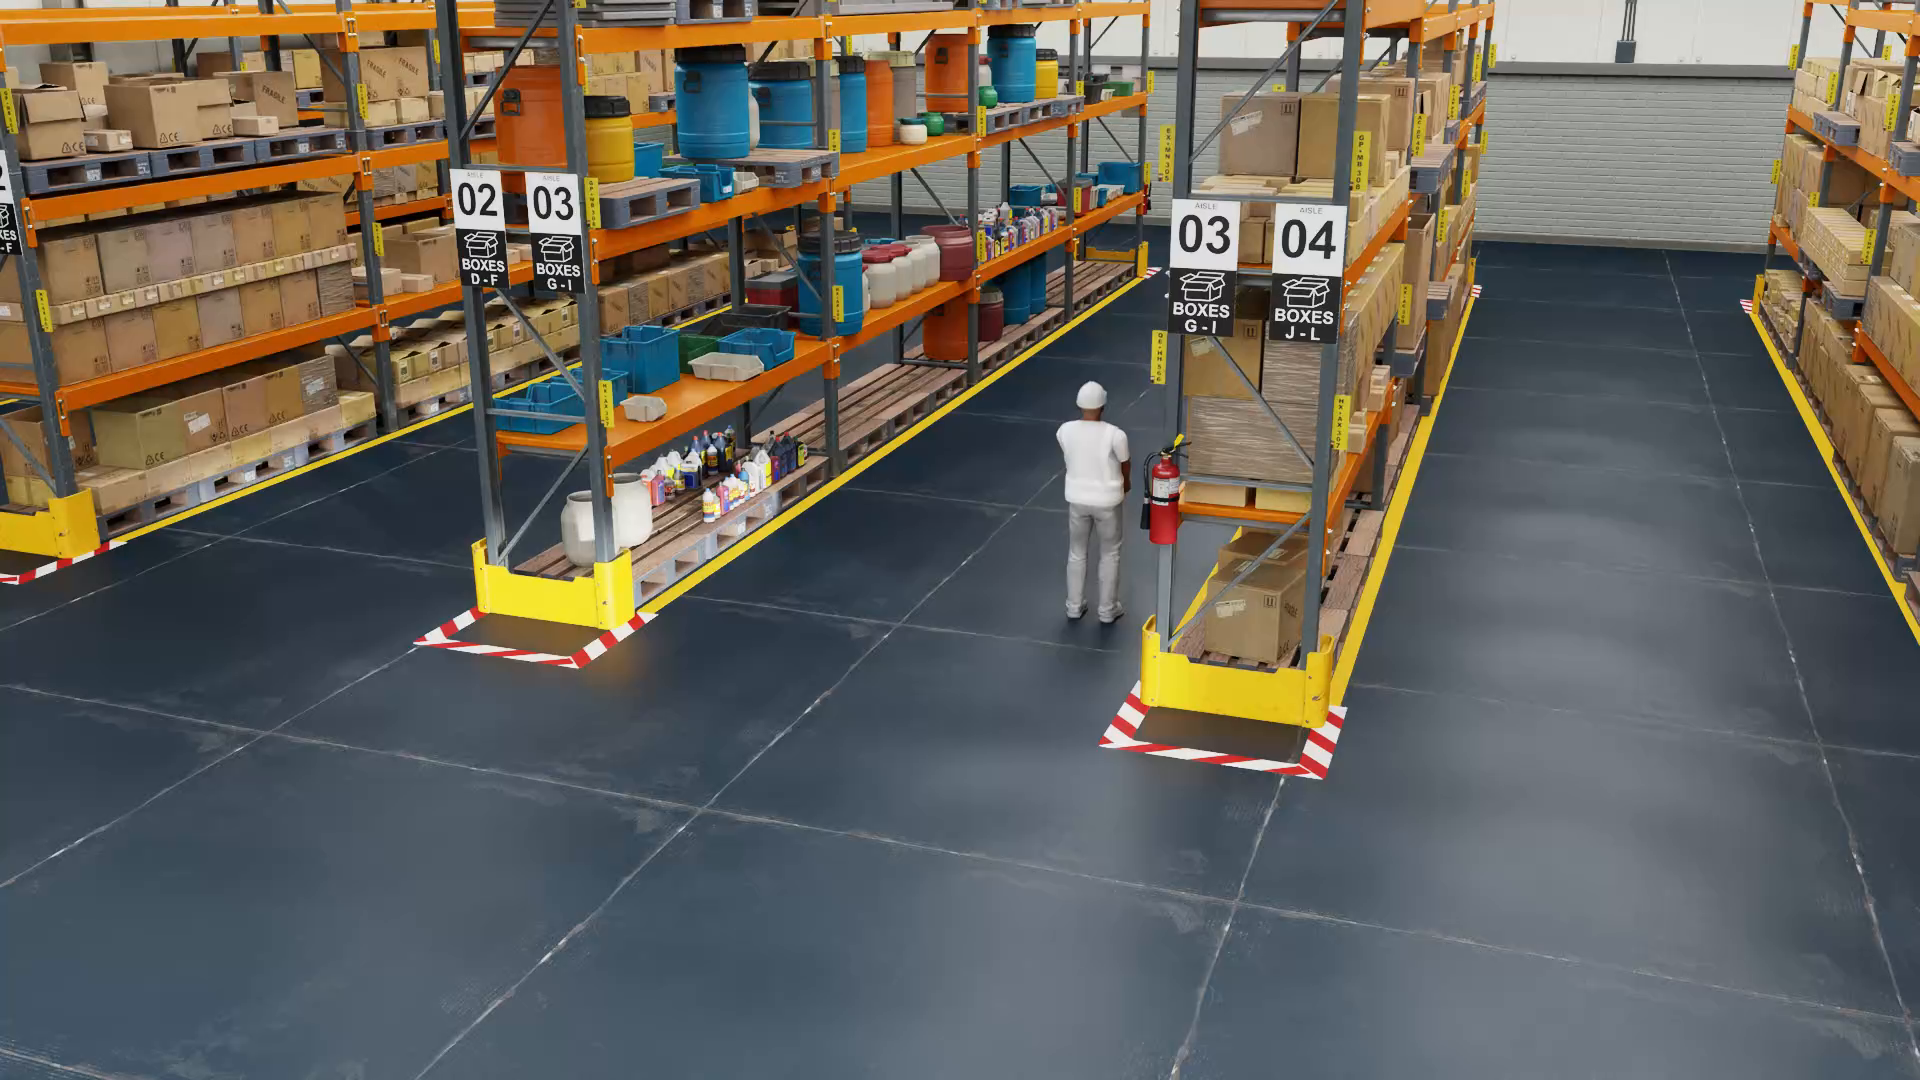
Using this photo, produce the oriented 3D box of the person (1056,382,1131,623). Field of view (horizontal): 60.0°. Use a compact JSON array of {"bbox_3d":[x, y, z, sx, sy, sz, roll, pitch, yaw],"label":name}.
[{"bbox_3d":[0.986,-0.308,11.950,0.502,1.761,0.587,8,20,22],"label":"person"}]
